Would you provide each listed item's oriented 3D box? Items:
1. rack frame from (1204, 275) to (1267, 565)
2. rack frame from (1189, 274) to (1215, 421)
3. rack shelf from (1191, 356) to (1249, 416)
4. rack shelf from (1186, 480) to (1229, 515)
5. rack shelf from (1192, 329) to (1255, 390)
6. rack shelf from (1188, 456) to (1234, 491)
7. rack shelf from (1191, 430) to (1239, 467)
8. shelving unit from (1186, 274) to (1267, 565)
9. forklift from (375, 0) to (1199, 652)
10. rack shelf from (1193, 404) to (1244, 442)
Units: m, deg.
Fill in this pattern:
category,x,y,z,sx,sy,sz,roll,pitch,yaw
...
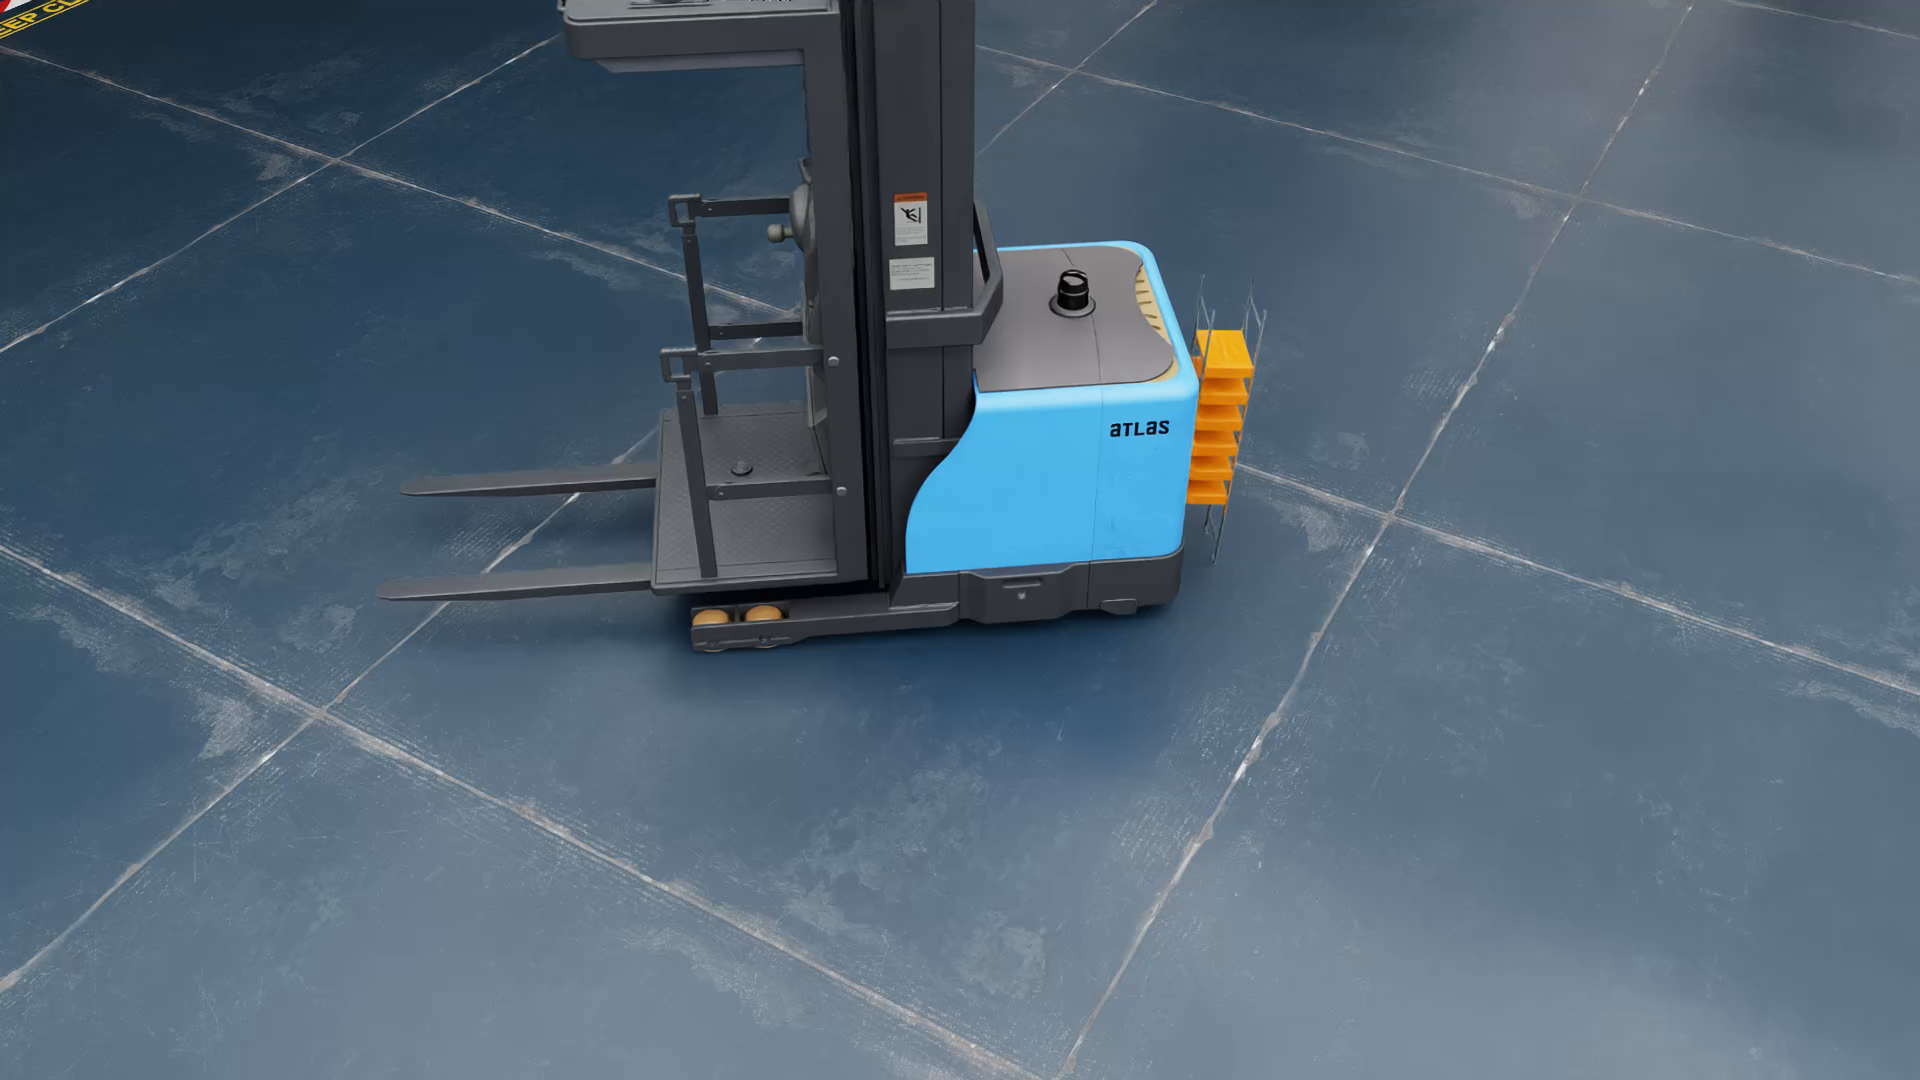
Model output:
category,x,y,z,sx,sy,sz,roll,pitch,yaw
rack frame,1.040,-0.430,6.330,0.006,1.200,0.240,0,41,-4
rack frame,0.857,-0.430,6.317,0.006,1.200,0.240,0,41,-4
rack shelf,0.958,-0.577,6.195,0.180,0.103,0.258,0,41,-4
rack shelf,0.935,-0.216,6.511,0.180,0.103,0.258,0,41,-4
rack shelf,0.964,-0.667,6.116,0.180,0.103,0.258,0,41,-4
rack shelf,0.941,-0.306,6.432,0.180,0.103,0.258,0,41,-4
rack shelf,0.946,-0.397,6.353,0.180,0.103,0.258,0,41,-4
shelving unit,0.949,-0.430,6.324,0.189,1.200,0.258,0,41,-4
forklift,-0.702,-1.046,5.720,3.031,2.935,1.130,-4,42,-5
rack shelf,0.952,-0.487,6.274,0.180,0.103,0.258,0,41,-4
